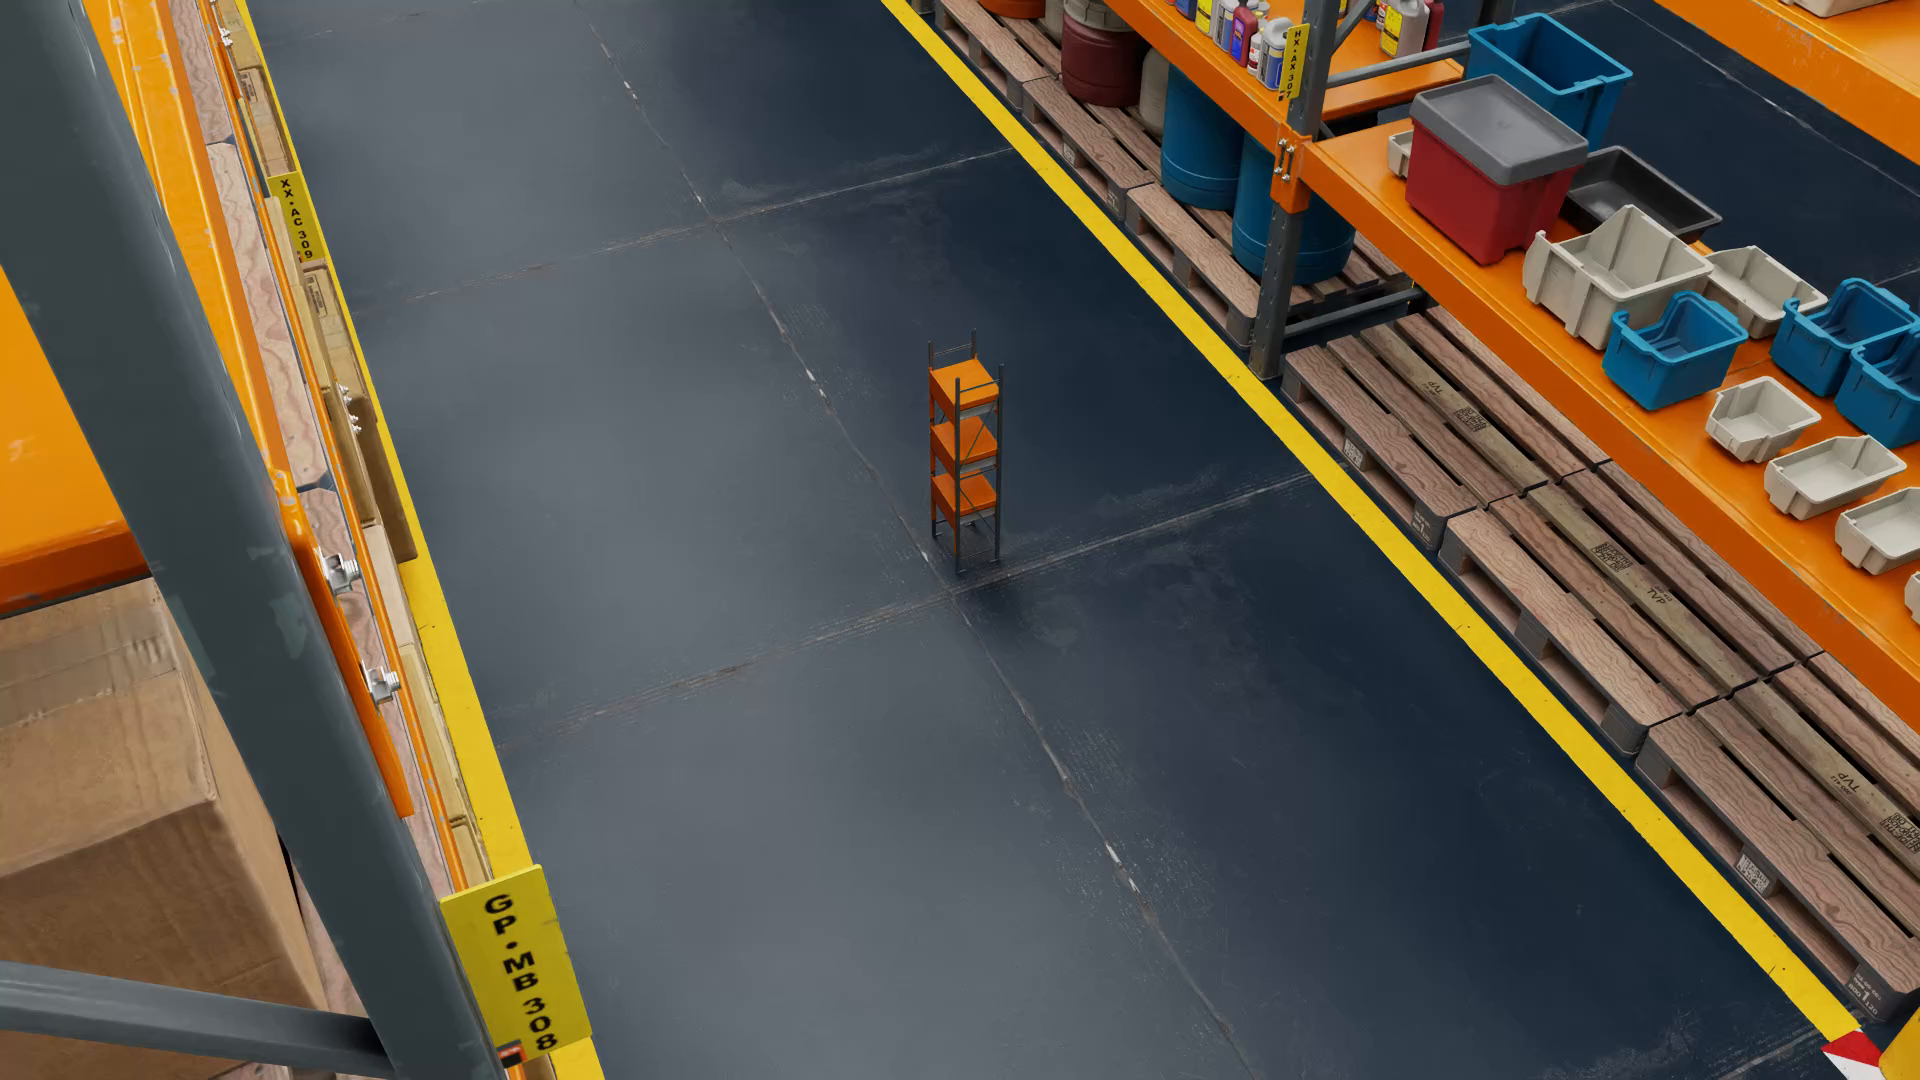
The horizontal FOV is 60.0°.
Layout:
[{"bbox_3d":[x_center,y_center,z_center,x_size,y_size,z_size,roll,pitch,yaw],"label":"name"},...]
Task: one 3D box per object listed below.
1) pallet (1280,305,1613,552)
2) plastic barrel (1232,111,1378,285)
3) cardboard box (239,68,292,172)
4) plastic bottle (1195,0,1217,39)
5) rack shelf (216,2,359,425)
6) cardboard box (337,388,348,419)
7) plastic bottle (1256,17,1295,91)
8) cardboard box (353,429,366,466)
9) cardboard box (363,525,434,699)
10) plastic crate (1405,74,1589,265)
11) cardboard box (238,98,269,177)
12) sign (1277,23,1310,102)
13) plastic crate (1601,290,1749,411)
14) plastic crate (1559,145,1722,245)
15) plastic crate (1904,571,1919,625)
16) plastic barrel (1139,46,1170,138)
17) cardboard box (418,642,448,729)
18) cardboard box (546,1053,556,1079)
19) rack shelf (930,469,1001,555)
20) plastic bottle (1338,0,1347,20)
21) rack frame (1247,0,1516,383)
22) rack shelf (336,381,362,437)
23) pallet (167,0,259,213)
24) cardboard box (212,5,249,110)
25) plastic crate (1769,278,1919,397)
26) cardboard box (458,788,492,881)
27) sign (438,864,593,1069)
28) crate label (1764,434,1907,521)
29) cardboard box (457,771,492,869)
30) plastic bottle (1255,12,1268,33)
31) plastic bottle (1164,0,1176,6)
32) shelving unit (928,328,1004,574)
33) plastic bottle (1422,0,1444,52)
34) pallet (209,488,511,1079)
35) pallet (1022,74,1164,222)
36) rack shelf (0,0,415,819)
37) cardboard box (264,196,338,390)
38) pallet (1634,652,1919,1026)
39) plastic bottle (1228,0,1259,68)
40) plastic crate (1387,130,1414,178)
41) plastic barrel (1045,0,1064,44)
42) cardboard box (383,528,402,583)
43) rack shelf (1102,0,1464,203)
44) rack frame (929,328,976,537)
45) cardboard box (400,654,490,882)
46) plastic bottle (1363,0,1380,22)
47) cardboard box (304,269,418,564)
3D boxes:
[{"bbox_3d":[2.197,-0.548,7.524,1.003,0.211,1.213,-18,47,-17],"label":"pallet"},{"bbox_3d":[1.640,-1.752,7.954,0.600,0.901,0.708,-18,47,-17],"label":"plastic barrel"},{"bbox_3d":[-3.684,-1.461,7.678,1.225,0.875,0.875,-18,47,-17],"label":"cardboard box"},{"bbox_3d":[1.170,-2.470,7.521,0.144,0.351,0.185,-18,47,-17],"label":"plastic bottle"},{"bbox_3d":[-3.482,-1.554,7.070,1.077,0.370,4.000,-18,47,-17],"label":"rack shelf"},{"bbox_3d":[-2.217,-0.384,5.267,0.500,0.250,0.500,-19,48,-18],"label":"cardboard box"},{"bbox_3d":[1.394,-2.110,7.210,0.152,0.276,0.135,-18,47,-17],"label":"plastic bottle"},{"bbox_3d":[-2.107,-0.184,5.349,0.380,0.149,0.250,-17,47,-17],"label":"cardboard box"},{"bbox_3d":[-1.782,0.270,4.604,0.500,0.250,0.500,-17,47,-17],"label":"cardboard box"},{"bbox_3d":[2.001,-1.399,6.313,0.402,0.464,0.583,-18,47,-17],"label":"plastic crate"},{"bbox_3d":[-2.820,-1.258,6.187,0.500,0.500,0.500,-18,47,-17],"label":"cardboard box"},{"bbox_3d":[1.353,-1.935,6.748,0.100,0.325,0.005,-18,47,-17],"label":"sign"},{"bbox_3d":[2.439,-0.644,5.712,0.416,0.233,0.300,-18,47,-17],"label":"plastic crate"},{"bbox_3d":[2.567,-1.288,6.441,0.437,0.125,0.590,-18,47,-17],"label":"plastic crate"},{"bbox_3d":[3.028,0.157,4.969,0.396,0.136,0.243,-18,47,-17],"label":"plastic crate"},{"bbox_3d":[1.186,-2.451,8.940,0.421,0.512,0.421,0,45,0],"label":"plastic barrel"},{"bbox_3d":[-1.675,0.470,4.685,0.380,0.149,0.250,-19,48,-18],"label":"cardboard box"},{"bbox_3d":[-1.137,1.287,3.857,0.380,0.149,0.250,-19,48,-18],"label":"cardboard box"},{"bbox_3d":[0.022,-0.134,6.918,0.215,0.259,0.240,-18,47,-17],"label":"rack shelf"},{"bbox_3d":[1.745,-2.519,7.678,0.097,0.201,0.097,0,45,0],"label":"plastic bottle"},{"bbox_3d":[1.853,-1.998,7.008,1.000,3.000,0.127,-18,47,-17],"label":"rack frame"},{"bbox_3d":[-1.800,0.995,4.487,1.077,0.370,4.000,-18,47,-17],"label":"rack shelf"},{"bbox_3d":[-2.306,-1.047,3.972,1.003,0.211,1.213,-18,47,-17],"label":"pallet"},{"bbox_3d":[-3.252,-1.905,6.843,0.500,0.500,0.500,-17,47,-17],"label":"cardboard box"},{"bbox_3d":[3.050,-0.696,5.765,0.416,0.233,0.300,-18,47,-17],"label":"plastic crate"},{"bbox_3d":[-1.348,0.925,3.941,0.500,0.250,0.500,-20,48,-19],"label":"cardboard box"},{"bbox_3d":[-0.453,0.446,1.716,0.100,0.325,0.005,-18,47,-17],"label":"sign"},{"bbox_3d":[2.780,-0.202,5.333,0.396,0.136,0.243,-18,47,-17],"label":"crate label"},{"bbox_3d":[-1.457,0.800,4.352,0.380,0.149,0.250,-19,48,-18],"label":"cardboard box"},{"bbox_3d":[1.320,-2.252,7.407,0.097,0.201,0.097,0,45,0],"label":"plastic bottle"},{"bbox_3d":[1.028,-2.664,7.771,0.152,0.276,0.135,-18,47,-17],"label":"plastic bottle"},{"bbox_3d":[0.022,-0.340,6.716,0.215,1.050,0.252,-18,47,-17],"label":"shelving unit"},{"bbox_3d":[2.086,-2.316,7.414,0.061,0.283,0.133,-18,47,-17],"label":"plastic bottle"},{"bbox_3d":[-1.280,0.508,2.396,1.003,0.211,1.213,-18,47,-17],"label":"pallet"},{"bbox_3d":[1.050,-2.288,9.288,1.003,0.211,1.213,-18,47,-17],"label":"pallet"},{"bbox_3d":[-1.800,-0.998,2.520,1.077,0.370,4.000,-18,47,-17],"label":"rack shelf"},{"bbox_3d":[-2.205,-0.641,4.994,0.500,0.500,0.500,-17,47,-16],"label":"cardboard box"},{"bbox_3d":[3.223,1.006,5.949,1.003,0.211,1.213,-18,47,-17],"label":"pallet"},{"bbox_3d":[1.255,-2.246,7.343,0.061,0.283,0.133,-18,47,-17],"label":"plastic bottle"},{"bbox_3d":[1.919,-1.587,6.736,0.396,0.136,0.243,-18,47,-17],"label":"plastic crate"},{"bbox_3d":[0.711,-3.171,9.669,0.421,0.512,0.421,0,45,0],"label":"plastic barrel"},{"bbox_3d":[-1.891,0.143,5.017,0.380,0.149,0.250,-17,47,-17],"label":"cardboard box"},{"bbox_3d":[1.012,-3.017,8.553,1.077,0.370,4.000,-18,47,-17],"label":"rack shelf"},{"bbox_3d":[-0.029,-0.417,6.794,0.200,1.050,0.008,-18,47,-17],"label":"rack frame"},{"bbox_3d":[-1.349,0.662,3.674,0.500,0.500,0.500,-19,48,-18],"label":"cardboard box"},{"bbox_3d":[1.924,-2.527,7.636,0.097,0.271,0.097,0,45,0],"label":"plastic bottle"},{"bbox_3d":[-2.928,-0.331,6.532,1.225,0.875,0.875,-18,47,-17],"label":"cardboard box"}]
